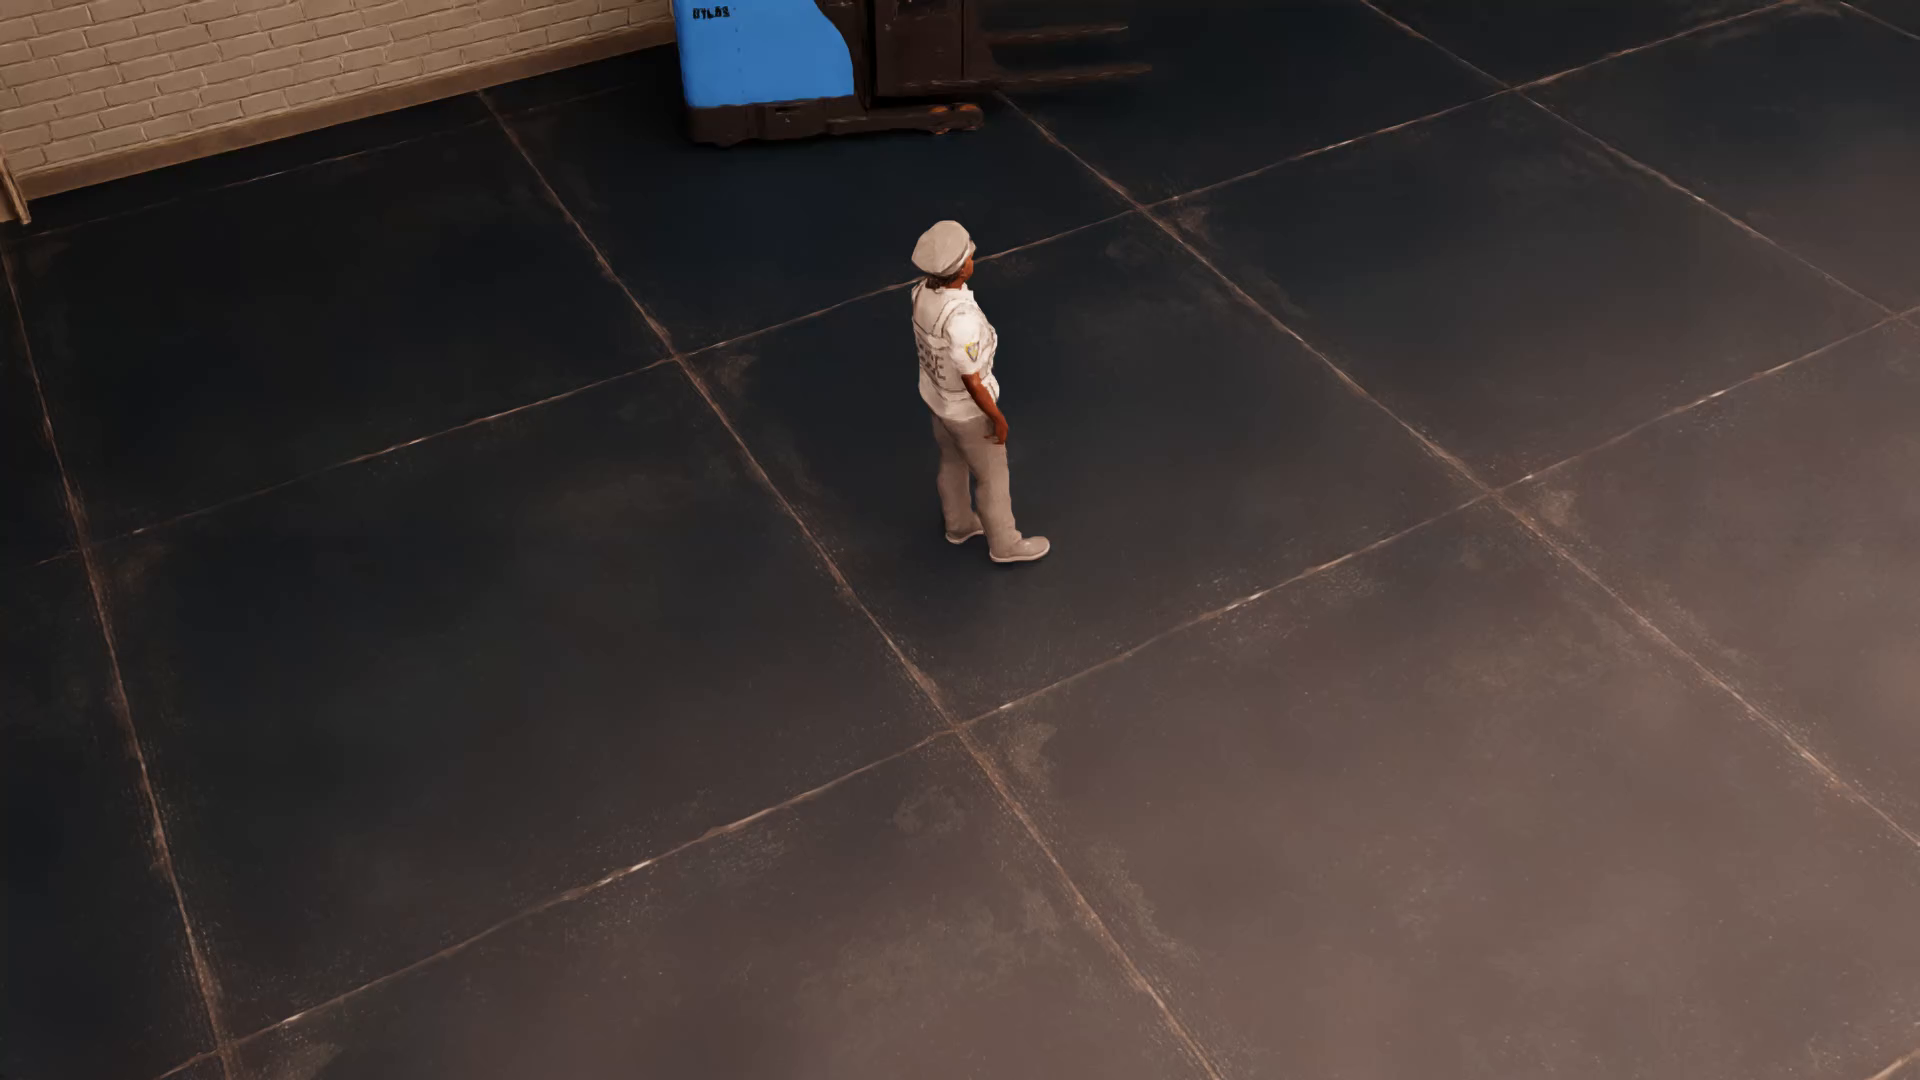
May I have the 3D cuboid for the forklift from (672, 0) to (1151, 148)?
[{"bbox_3d":[-0.301,-4.027,10.041,3.031,2.935,1.130,-7,43,-7],"label":"forklift"}]

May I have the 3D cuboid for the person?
[{"bbox_3d":[0.075,-0.641,7.287,0.529,1.695,0.570,-21,47,-21],"label":"person"}]
